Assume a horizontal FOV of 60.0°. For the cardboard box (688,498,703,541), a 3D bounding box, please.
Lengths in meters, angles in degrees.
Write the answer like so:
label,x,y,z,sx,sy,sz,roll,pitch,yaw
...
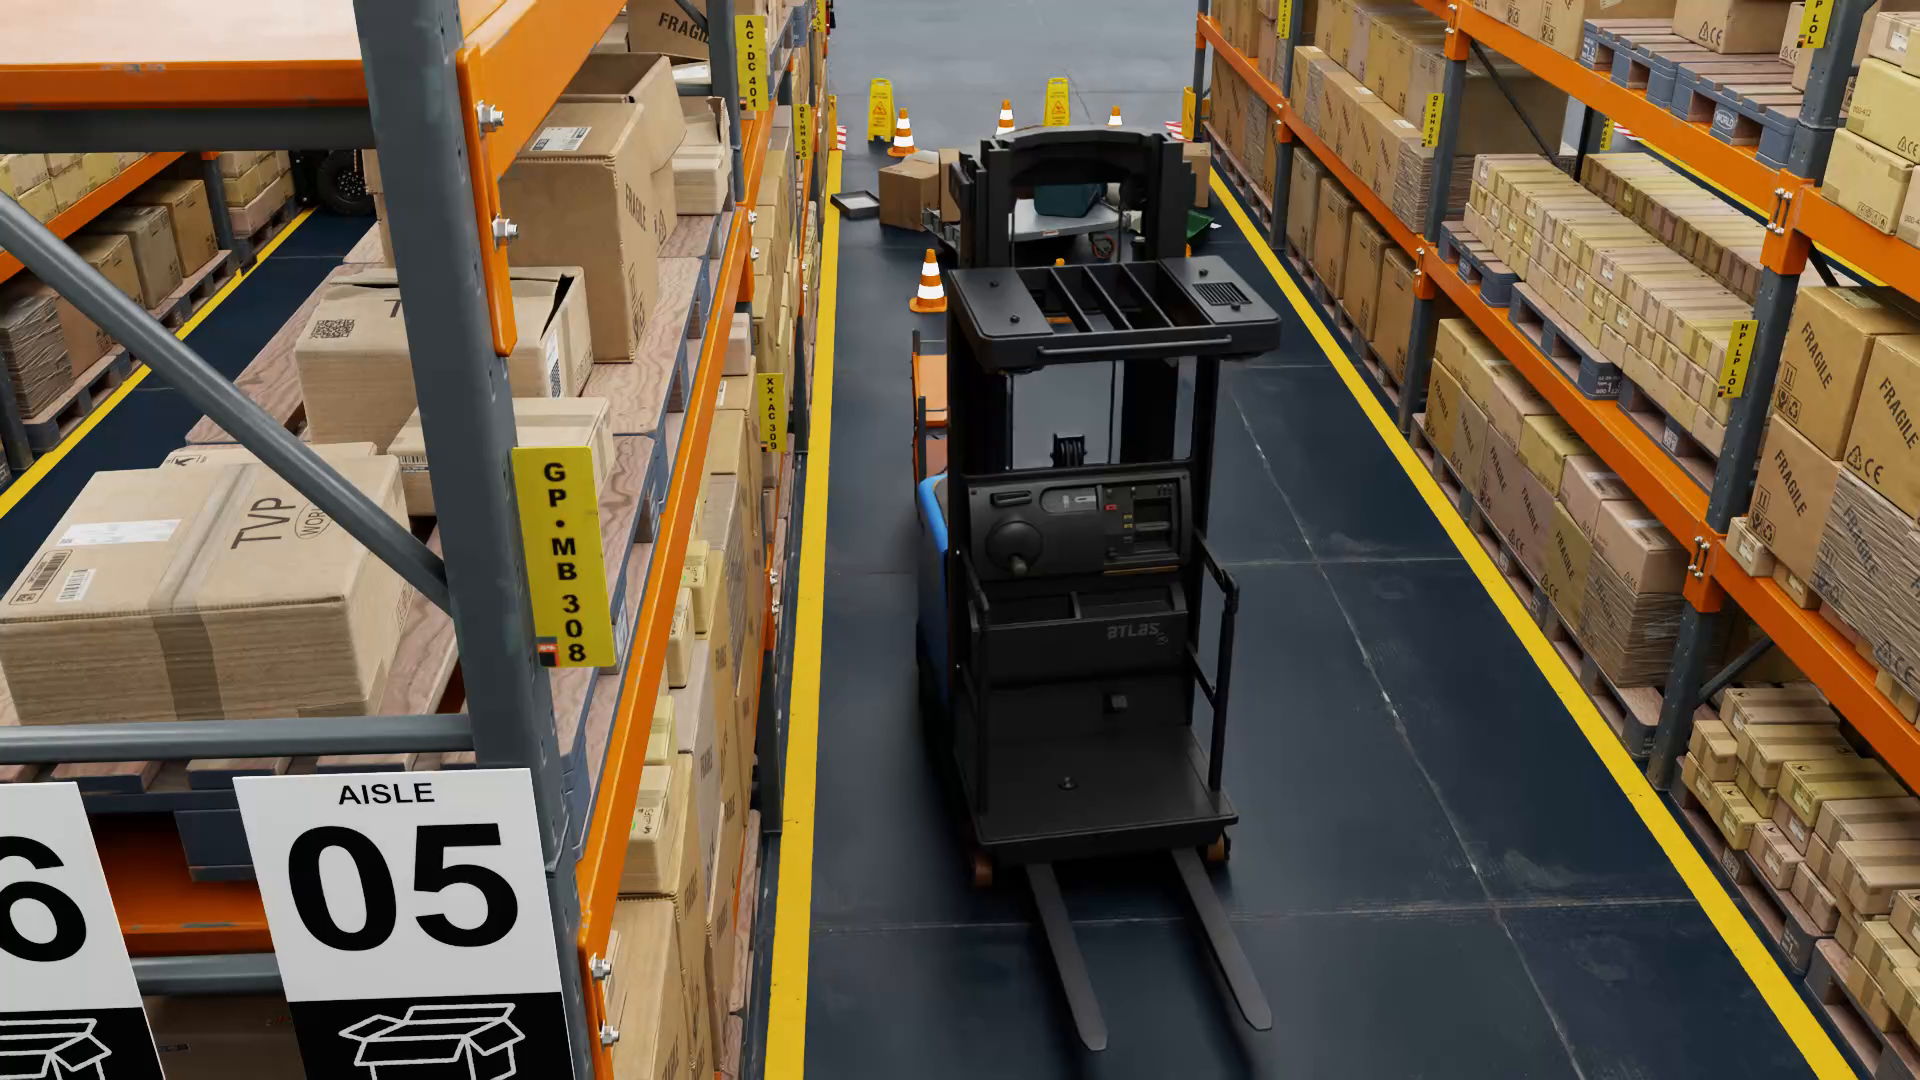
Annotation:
label,x,y,z,sx,sy,sz,roll,pitch,yaw
cardboard box,-0.916,0.007,4.602,0.380,0.149,0.250,-1,28,-3

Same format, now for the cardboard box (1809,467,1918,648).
label,x,y,z,sx,sy,sz,roll,pitch,yaw
cardboard box,3.464,0.064,5.954,0.500,0.500,0.500,-1,28,-3

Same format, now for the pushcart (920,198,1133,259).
label,x,y,z,sx,sy,sz,roll,pitch,yaw
pushcart,0.575,-2.667,14.455,1.648,0.377,0.936,-11,30,-20

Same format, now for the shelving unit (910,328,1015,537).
label,x,y,z,sx,sy,sz,roll,pitch,yaw
shelving unit,0.000,-0.496,9.484,0.538,1.125,1.048,-1,28,-3

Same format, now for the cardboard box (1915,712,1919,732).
label,x,y,z,sx,sy,sz,roll,pitch,yaw
cardboard box,3.462,0.634,5.563,0.380,0.149,0.250,0,28,0

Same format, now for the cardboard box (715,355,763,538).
label,x,y,z,sx,sy,sz,roll,pitch,yaw
cardboard box,-0.981,-0.333,5.956,0.500,0.500,0.500,-2,28,-3

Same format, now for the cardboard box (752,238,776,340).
label,x,y,z,sx,sy,sz,roll,pitch,yaw
cardboard box,-1.071,-0.989,7.214,0.500,0.500,0.500,-2,28,-3

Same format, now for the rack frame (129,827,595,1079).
label,x,y,z,sx,sy,sz,roll,pitch,yaw
rack frame,-1.072,1.790,3.074,1.000,3.000,0.127,-1,28,-3

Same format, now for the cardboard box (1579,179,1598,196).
label,x,y,z,sx,sy,sz,roll,pitch,yaw
cardboard box,3.928,-2.060,9.952,0.380,0.149,0.250,-1,28,-2

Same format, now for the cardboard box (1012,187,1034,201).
label,x,y,z,sx,sy,sz,roll,pitch,yaw
cardboard box,0.769,-3.370,15.521,0.797,0.637,0.503,-1,28,-3

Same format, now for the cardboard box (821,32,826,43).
label,x,y,z,sx,sy,sz,roll,pitch,yaw
cardboard box,-1.515,-4.968,16.304,0.380,0.149,0.250,-1,28,-2

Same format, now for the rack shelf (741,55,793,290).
label,x,y,z,sx,sy,sz,roll,pitch,yaw
rack shelf,-1.386,-1.992,7.859,1.077,0.370,4.000,-1,28,-3

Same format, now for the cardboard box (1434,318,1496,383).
label,x,y,z,sx,sy,sz,roll,pitch,yaw
cardboard box,3.242,-1.157,10.162,0.500,0.250,0.500,-3,28,-5

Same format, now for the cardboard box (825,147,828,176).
label,x,y,z,sx,sy,sz,roll,pitch,yaw
cardboard box,-1.545,-3.718,16.154,0.500,0.250,0.500,-2,28,-4

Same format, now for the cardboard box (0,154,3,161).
label,x,y,z,sx,sy,sz,roll,pitch,yaw
cardboard box,-6.185,-2.392,10.283,0.380,0.149,0.250,-1,28,-2

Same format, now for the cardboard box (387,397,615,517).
label,x,y,z,sx,sy,sz,roll,pitch,yaw
cardboard box,-0.899,-0.167,3.292,0.380,0.149,0.250,0,28,-1

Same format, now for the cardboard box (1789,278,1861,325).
label,x,y,z,sx,sy,sz,roll,pitch,yaw
cardboard box,4.054,-1.117,7.823,0.380,0.149,0.250,-2,28,-3

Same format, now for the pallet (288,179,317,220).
label,x,y,z,sx,sy,sz,roll,pitch,yaw
pallet,-6.722,-3.327,15.900,1.003,0.211,1.213,-1,28,-3

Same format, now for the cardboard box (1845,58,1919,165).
label,x,y,z,sx,sy,sz,roll,pitch,yaw
cardboard box,3.442,-1.480,5.723,0.500,0.250,0.500,0,28,-1

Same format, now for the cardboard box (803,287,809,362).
label,x,y,z,sx,sy,sz,roll,pitch,yaw
cardboard box,-1.556,-1.527,11.822,0.950,0.372,0.625,-2,28,-4

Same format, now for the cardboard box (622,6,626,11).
label,x,y,z,sx,sy,sz,roll,pitch,yaw
cardboard box,-1.530,-2.339,7.546,0.380,0.166,0.250,1,28,2

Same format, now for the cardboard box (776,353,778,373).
label,x,y,z,sx,sy,sz,roll,pitch,yaw
cardboard box,-1.078,-0.662,7.398,0.500,0.250,0.500,-1,28,-2

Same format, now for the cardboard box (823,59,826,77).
label,x,y,z,sx,sy,sz,roll,pitch,yaw
cardboard box,-1.519,-4.654,16.437,0.380,0.149,0.250,-1,28,-1

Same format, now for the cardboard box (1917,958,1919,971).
label,x,y,z,sx,sy,sz,roll,pitch,yaw
cardboard box,3.524,1.477,5.659,0.380,0.149,0.250,-1,28,-2

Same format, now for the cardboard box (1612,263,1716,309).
label,x,y,z,sx,sy,sz,roll,pitch,yaw
cardboard box,3.391,-1.221,8.021,0.380,0.149,0.250,-2,28,-4

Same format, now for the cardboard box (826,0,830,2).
label,x,y,z,sx,sy,sz,roll,pitch,yaw
cardboard box,-1.509,-5.048,14.675,0.700,0.500,0.500,-2,28,-4

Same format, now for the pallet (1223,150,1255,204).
label,x,y,z,sx,sy,sz,roll,pitch,yaw
pallet,3.211,-3.599,16.423,1.003,0.211,1.213,-1,28,-3

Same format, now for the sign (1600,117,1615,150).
label,x,y,z,sx,sy,sz,roll,pitch,yaw
sign,3.989,-2.566,10.260,0.100,0.325,0.005,-1,28,-3

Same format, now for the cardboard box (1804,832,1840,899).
label,x,y,z,sx,sy,sz,roll,pitch,yaw
cardboard box,3.519,1.249,6.419,0.380,0.149,0.250,-3,28,-5

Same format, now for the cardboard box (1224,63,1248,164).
label,x,y,z,sx,sy,sz,roll,pitch,yaw
cardboard box,3.180,-4.291,16.578,0.875,0.875,0.875,-2,28,-3

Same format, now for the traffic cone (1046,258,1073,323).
label,x,y,z,sx,sy,sz,roll,pitch,yaw
traffic cone,0.778,-1.978,13.042,0.336,0.463,0.334,-1,28,-3

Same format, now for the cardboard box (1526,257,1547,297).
label,x,y,z,sx,sy,sz,roll,pitch,yaw
cardboard box,3.330,-1.438,9.081,0.380,0.149,0.250,-1,28,-1

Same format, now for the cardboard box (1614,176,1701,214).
label,x,y,z,sx,sy,sz,roll,pitch,yaw
cardboard box,3.956,-1.957,9.432,0.380,0.149,0.250,-1,28,-1

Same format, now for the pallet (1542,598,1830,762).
label,x,y,z,sx,sy,sz,roll,pitch,yaw
pallet,3.615,0.654,8.269,1.003,0.211,1.213,-1,28,-3

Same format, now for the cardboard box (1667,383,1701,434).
label,x,y,z,sx,sy,sz,roll,pitch,yaw
cardboard box,3.424,-0.597,7.468,0.380,0.149,0.250,-1,28,-2

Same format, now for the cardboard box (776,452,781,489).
label,x,y,z,sx,sy,sz,roll,pitch,yaw
cardboard box,-1.069,-0.439,7.510,0.500,0.250,0.500,-2,28,-4

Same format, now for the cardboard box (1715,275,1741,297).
label,x,y,z,sx,sy,sz,roll,pitch,yaw
cardboard box,4.022,-1.229,8.358,0.380,0.149,0.250,-2,28,-4

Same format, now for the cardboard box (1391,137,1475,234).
label,x,y,z,sx,sy,sz,roll,pitch,yaw
cardboard box,3.156,-2.316,10.839,0.500,0.500,0.500,-1,28,-3

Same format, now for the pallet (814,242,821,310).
label,x,y,z,sx,sy,sz,roll,pitch,yaw
pallet,-1.657,-2.156,13.655,1.003,0.211,1.213,-1,28,-3

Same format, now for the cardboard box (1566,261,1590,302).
label,x,y,z,sx,sy,sz,roll,pitch,yaw
cardboard box,3.359,-1.330,8.552,0.380,0.149,0.250,0,28,-1

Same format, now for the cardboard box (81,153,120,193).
label,x,y,z,sx,sy,sz,roll,pitch,yaw
cardboard box,-6.306,-2.637,11.724,0.500,0.250,0.500,-1,28,-1

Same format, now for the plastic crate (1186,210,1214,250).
label,x,y,z,sx,sy,sz,roll,pitch,yaw
plastic crate,1.922,-2.745,14.748,0.450,0.188,0.662,22,34,18

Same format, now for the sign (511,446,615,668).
label,x,y,z,sx,sy,sz,roll,pitch,yaw
sign,-0.518,0.027,2.180,0.100,0.325,0.005,-1,28,-3

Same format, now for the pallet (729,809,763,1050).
label,x,y,z,sx,sy,sz,roll,pitch,yaw
pallet,-1.320,1.532,6.584,1.003,0.211,1.213,-1,28,-3

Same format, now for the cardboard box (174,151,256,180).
label,x,y,z,sx,sy,sz,roll,pitch,yaw
cardboard box,-6.368,-3.271,14.217,0.500,0.250,0.500,-2,28,-3

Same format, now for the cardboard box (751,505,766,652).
label,x,y,z,sx,sy,sz,roll,pitch,yaw
cardboard box,-1.002,0.107,6.194,0.500,0.500,0.500,-1,28,-2

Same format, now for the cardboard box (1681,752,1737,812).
label,x,y,z,sx,sy,sz,roll,pitch,yaw
cardboard box,3.355,1.030,7.159,0.380,0.149,0.250,-3,28,-5

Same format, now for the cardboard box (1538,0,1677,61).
label,x,y,z,sx,sy,sz,roll,pitch,yaw
cardboard box,3.277,-2.713,8.357,0.500,0.500,0.500,-1,28,-3

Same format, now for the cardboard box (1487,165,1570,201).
label,x,y,z,sx,sy,sz,roll,pitch,yaw
cardboard box,3.295,-2.067,9.644,0.380,0.149,0.250,-2,28,-4

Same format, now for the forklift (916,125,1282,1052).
label,x,y,z,sx,sy,sz,roll,pitch,yaw
forklift,0.533,-0.025,6.628,1.130,2.935,3.031,-4,28,-9

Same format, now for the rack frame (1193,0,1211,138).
label,x,y,z,sx,sy,sz,roll,pitch,yaw
rack frame,3.030,-5.765,17.560,1.000,3.000,0.127,-1,28,-3

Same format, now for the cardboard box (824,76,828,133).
label,x,y,z,sx,sy,sz,roll,pitch,yaw
cardboard box,-1.575,-4.294,16.447,0.500,0.500,0.500,0,28,-1

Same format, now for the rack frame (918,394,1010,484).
label,x,y,z,sx,sy,sz,roll,pitch,yaw
rack frame,0.027,-0.261,9.034,0.500,1.125,0.032,-1,28,-3

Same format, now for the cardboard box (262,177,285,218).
label,x,y,z,sx,sy,sz,roll,pitch,yaw
cardboard box,-6.392,-3.063,14.897,0.500,0.250,0.500,-2,28,-4

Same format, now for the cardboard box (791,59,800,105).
label,x,y,z,sx,sy,sz,roll,pitch,yaw
cardboard box,-1.351,-2.966,11.309,0.500,0.500,0.500,-1,28,-2

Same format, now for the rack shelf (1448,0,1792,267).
label,x,y,z,sx,sy,sz,roll,pitch,yaw
rack shelf,3.552,-2.158,8.178,1.077,0.370,4.000,-1,28,-3

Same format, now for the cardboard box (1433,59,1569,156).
label,x,y,z,sx,sy,sz,roll,pitch,yaw
cardboard box,3.434,-2.766,10.620,0.700,0.500,0.500,-2,28,-3

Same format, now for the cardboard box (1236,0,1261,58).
label,x,y,z,sx,sy,sz,roll,pitch,yaw
cardboard box,3.118,-4.902,15.744,0.875,0.550,0.500,-1,28,-3

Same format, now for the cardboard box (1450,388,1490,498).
label,x,y,z,sx,sy,sz,roll,pitch,yaw
cardboard box,3.260,-0.583,9.874,0.500,0.500,0.500,-1,28,-2
